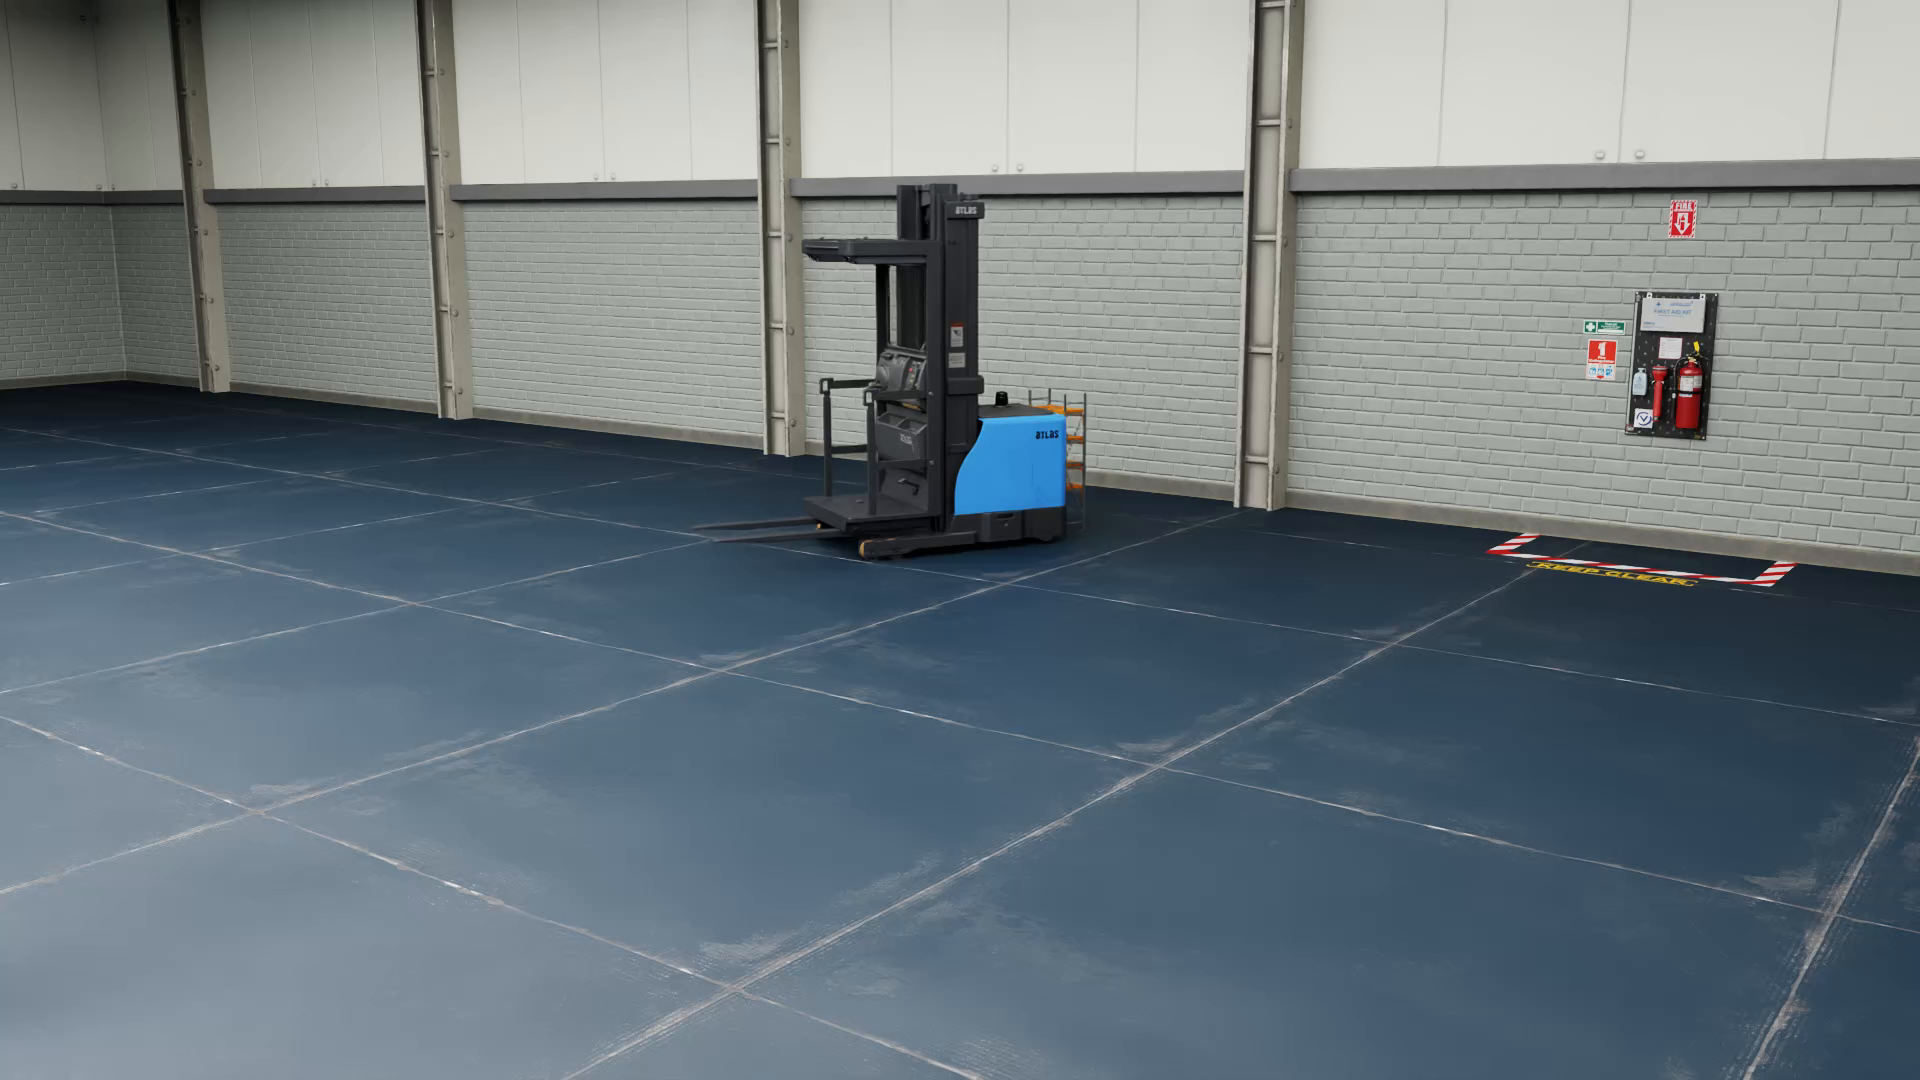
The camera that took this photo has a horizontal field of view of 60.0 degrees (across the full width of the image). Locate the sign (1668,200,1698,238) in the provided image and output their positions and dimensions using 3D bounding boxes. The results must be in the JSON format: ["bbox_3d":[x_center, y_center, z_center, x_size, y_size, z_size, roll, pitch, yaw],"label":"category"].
[{"bbox_3d":[5.742,-2.551,13.213,0.199,0.298,0.001,8,13,36],"label":"sign"}]

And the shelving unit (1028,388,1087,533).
[{"bbox_3d":[0.839,-0.693,14.453,0.258,1.200,0.503,-8,13,-35],"label":"shelving unit"}]

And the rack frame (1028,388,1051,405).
[{"bbox_3d":[0.698,-0.731,14.648,0.240,1.200,0.015,-8,13,-35],"label":"rack frame"}]

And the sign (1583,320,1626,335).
[{"bbox_3d":[5.304,-1.750,13.689,0.331,0.109,0.001,8,13,36],"label":"sign"}]

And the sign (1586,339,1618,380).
[{"bbox_3d":[5.305,-1.492,13.749,0.234,0.329,0.001,8,13,36],"label":"sign"}]

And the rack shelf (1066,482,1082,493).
[{"bbox_3d":[0.839,-0.432,14.504,0.258,0.148,0.480,-8,13,-35],"label":"rack shelf"}]

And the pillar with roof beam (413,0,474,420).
[{"bbox_3d":[-9.397,-5.423,18.367,0.400,9.000,9.100,8,13,36],"label":"pillar with roof beam"}]

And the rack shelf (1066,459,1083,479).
[{"bbox_3d":[0.839,-0.627,14.466,0.258,0.148,0.480,-8,13,-35],"label":"rack shelf"}]

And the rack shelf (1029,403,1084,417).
[{"bbox_3d":[0.839,-1.079,14.379,0.258,0.148,0.480,-8,13,-35],"label":"rack shelf"}]

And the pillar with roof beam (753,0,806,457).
[{"bbox_3d":[-4.561,-4.748,14.880,0.400,9.000,9.100,8,13,36],"label":"pillar with roof beam"}]

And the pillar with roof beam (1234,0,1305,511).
[{"bbox_3d":[0.275,-4.073,11.394,0.400,9.000,9.100,8,13,36],"label":"pillar with roof beam"}]

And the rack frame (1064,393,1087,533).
[{"bbox_3d":[0.980,-0.655,14.258,0.240,1.200,0.015,-8,13,-35],"label":"rack frame"}]

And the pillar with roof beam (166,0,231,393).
[{"bbox_3d":[-14.233,-6.097,21.854,0.400,9.000,9.100,8,13,36],"label":"pillar with roof beam"}]

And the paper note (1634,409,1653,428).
[{"bbox_3d":[5.588,-0.994,13.591,0.142,0.148,0.016,8,13,36],"label":"paper note"}]

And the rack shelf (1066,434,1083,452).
[{"bbox_3d":[0.839,-0.847,14.424,0.258,0.148,0.480,-8,13,-35],"label":"rack shelf"}]

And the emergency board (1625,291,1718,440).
[{"bbox_3d":[5.690,-1.396,13.350,0.643,1.169,0.194,8,13,36],"label":"emergency board"}]

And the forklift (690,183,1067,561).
[{"bbox_3d":[-0.663,-1.388,13.485,3.031,2.935,1.130,-5,12,-24],"label":"forklift"}]
